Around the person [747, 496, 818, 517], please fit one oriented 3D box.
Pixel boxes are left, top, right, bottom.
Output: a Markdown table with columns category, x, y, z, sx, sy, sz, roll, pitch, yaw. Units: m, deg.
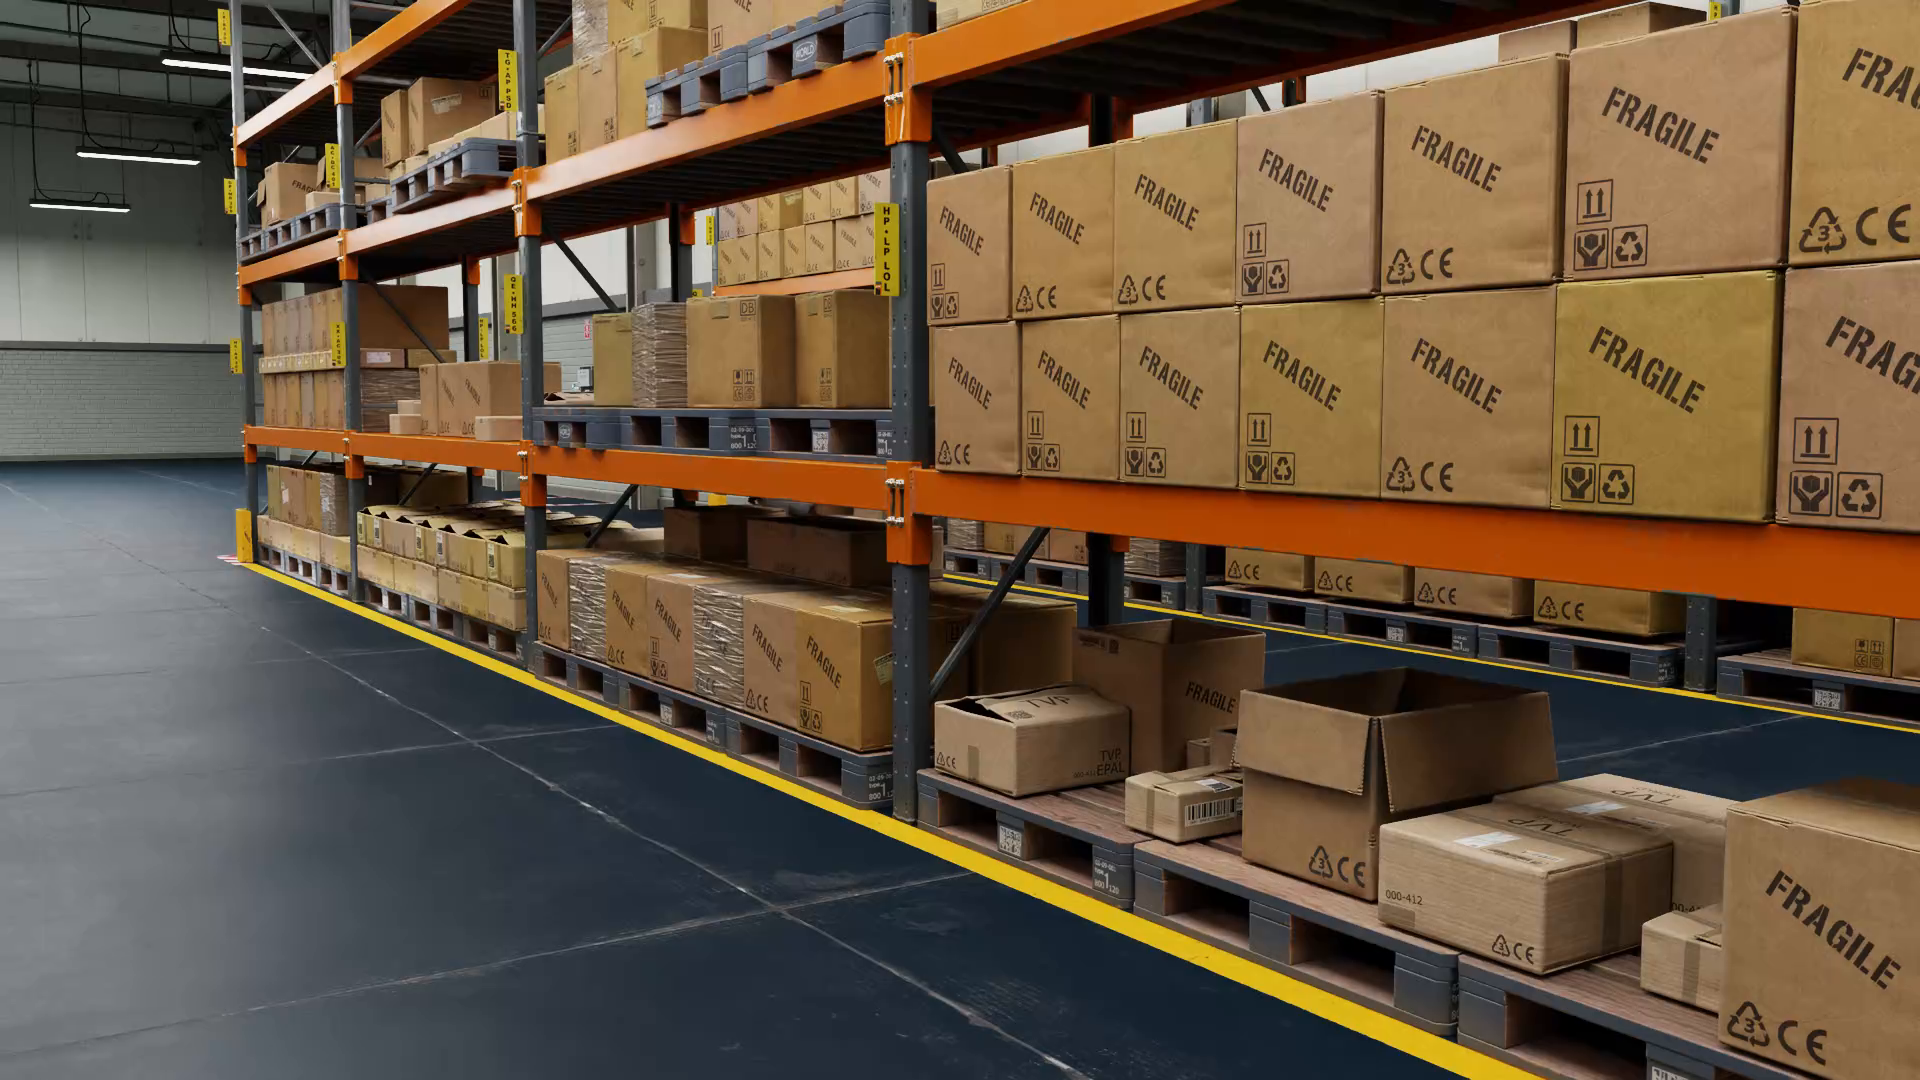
| category | x | y | z | sx | sy | sz | roll | pitch | yaw |
| --- | --- | --- | --- | --- | --- | --- | --- | --- | --- |
| person | -1.206 | -0.221 | 11.313 | 0.455 | 1.711 | 0.656 | -3 | 5 | -29 |
